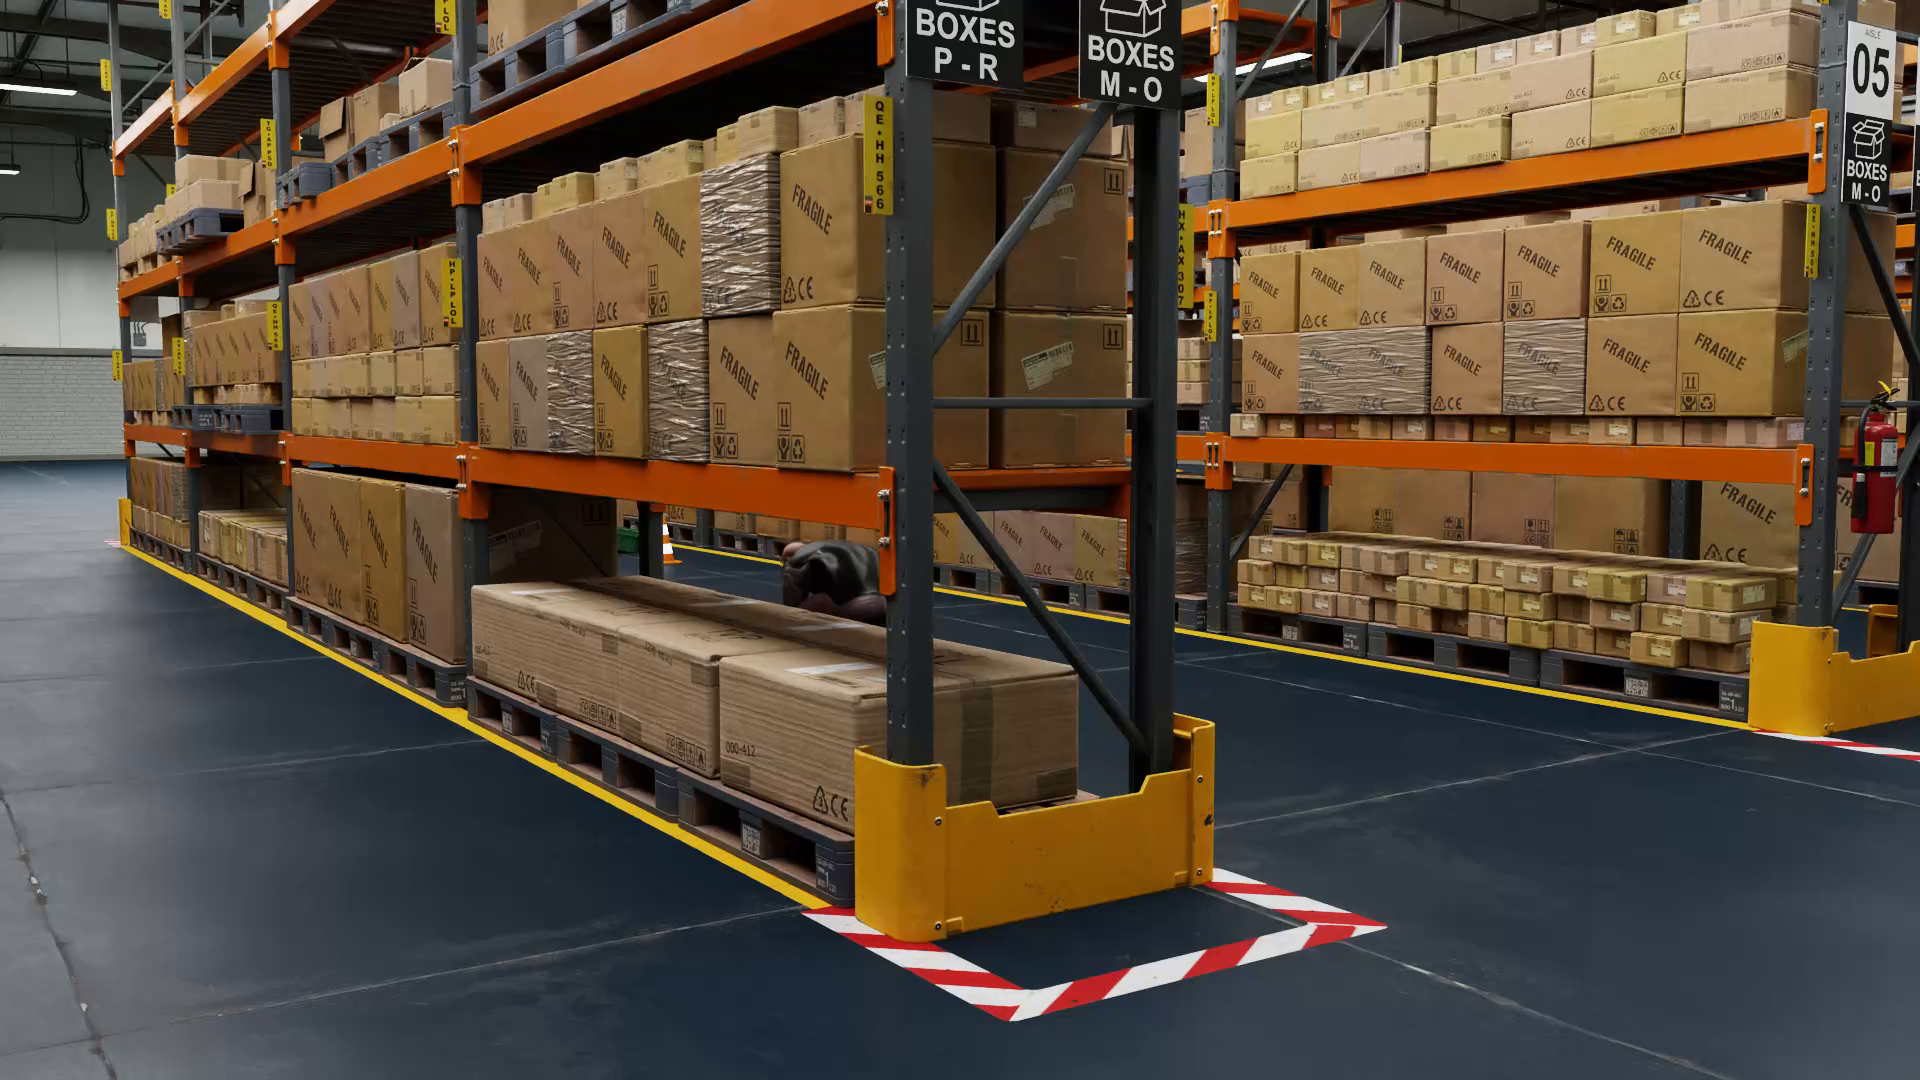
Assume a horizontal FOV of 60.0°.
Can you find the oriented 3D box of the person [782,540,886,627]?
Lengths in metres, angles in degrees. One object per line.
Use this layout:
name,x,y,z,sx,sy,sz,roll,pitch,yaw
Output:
person,-0.672,0.396,9.130,0.508,0.791,0.935,-3,6,-35
